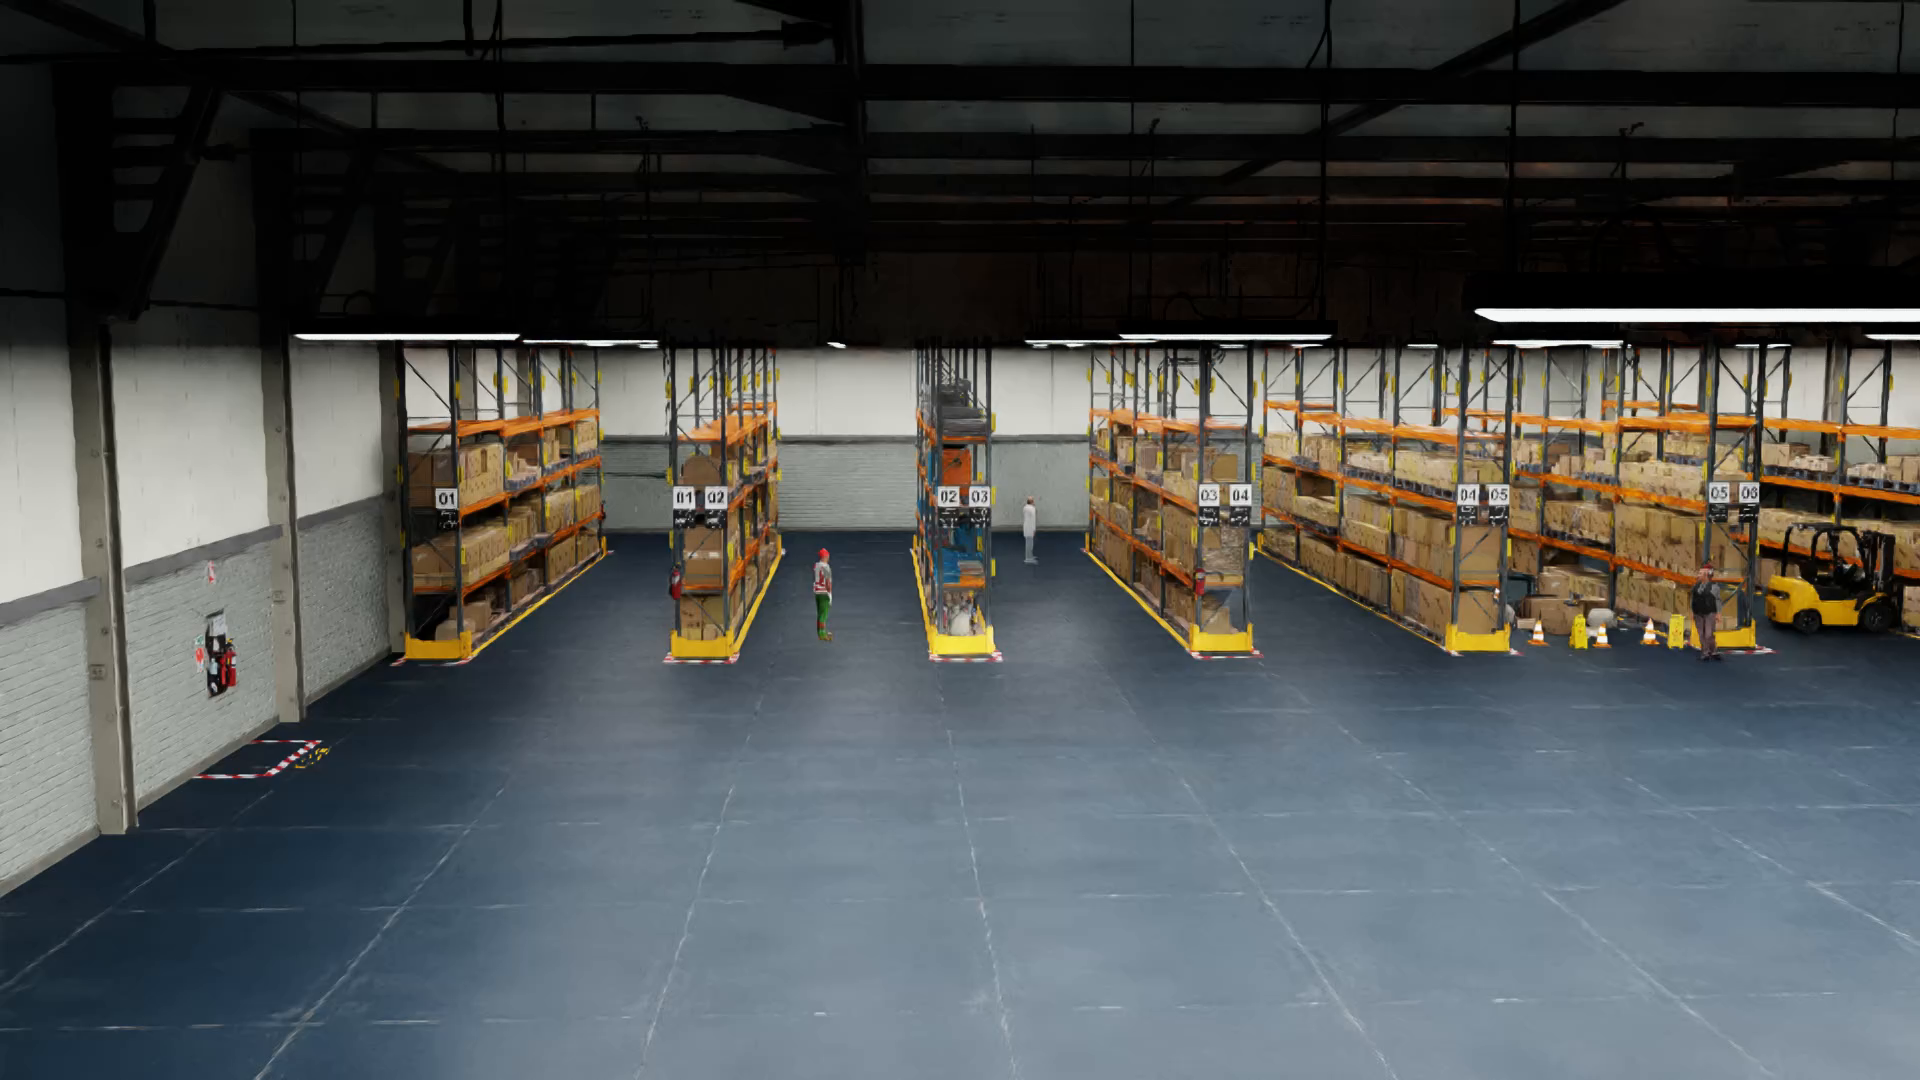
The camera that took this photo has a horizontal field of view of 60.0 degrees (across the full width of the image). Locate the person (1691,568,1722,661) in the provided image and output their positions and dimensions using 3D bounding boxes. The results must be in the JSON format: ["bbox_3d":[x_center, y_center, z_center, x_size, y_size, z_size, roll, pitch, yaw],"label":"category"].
[{"bbox_3d":[13.810,1.372,30.756,0.398,1.715,0.643,-4,8,-34],"label":"person"}]

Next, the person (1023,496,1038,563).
[{"bbox_3d":[1.948,-0.306,45.138,0.522,1.790,0.652,-3,7,-21],"label":"person"}]

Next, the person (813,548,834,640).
[{"bbox_3d":[-2.680,1.058,33.101,0.466,1.794,0.629,-4,8,-31],"label":"person"}]
